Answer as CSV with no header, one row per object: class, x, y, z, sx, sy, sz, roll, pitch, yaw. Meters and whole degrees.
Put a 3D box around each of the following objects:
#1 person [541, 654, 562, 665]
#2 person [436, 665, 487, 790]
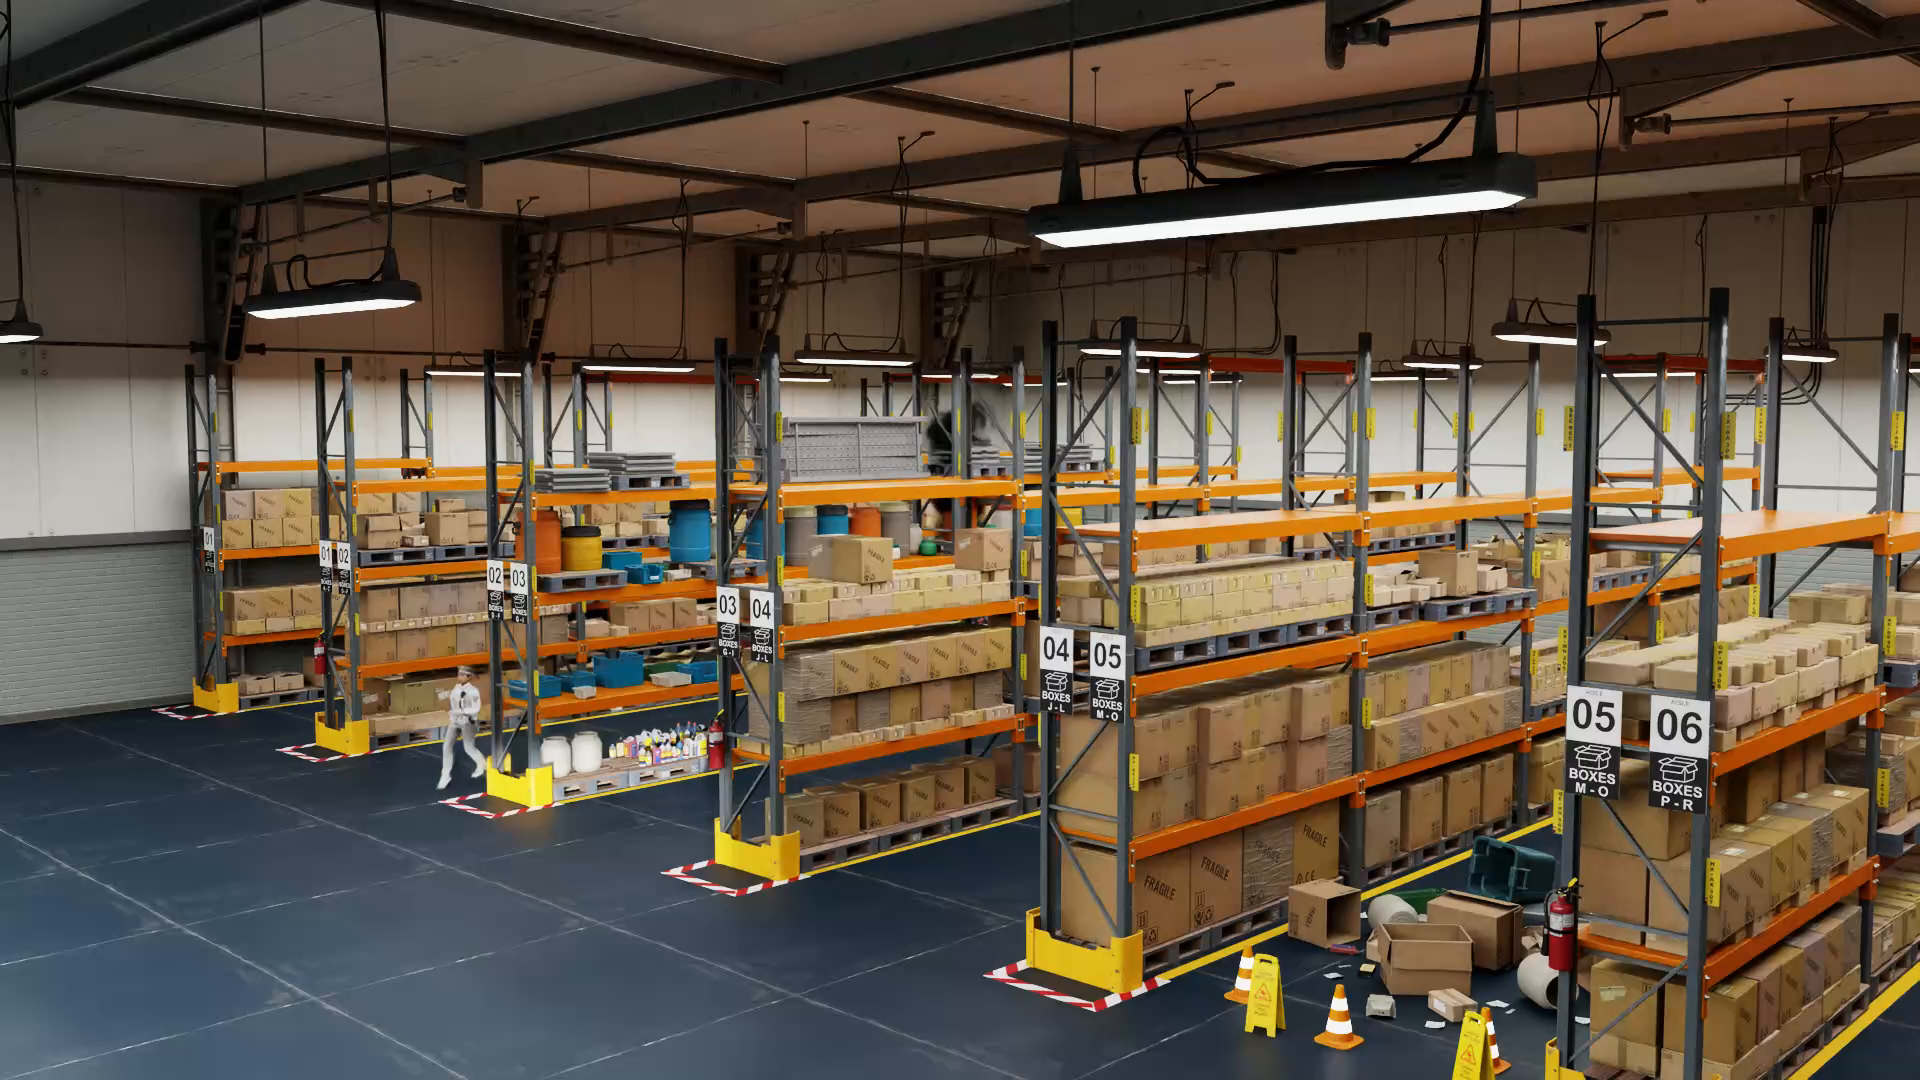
person,-7.381,2.031,30.055,0.490,1.658,0.678,-4,6,-42
person,-6.846,2.573,23.076,0.623,1.728,0.854,3,5,30
